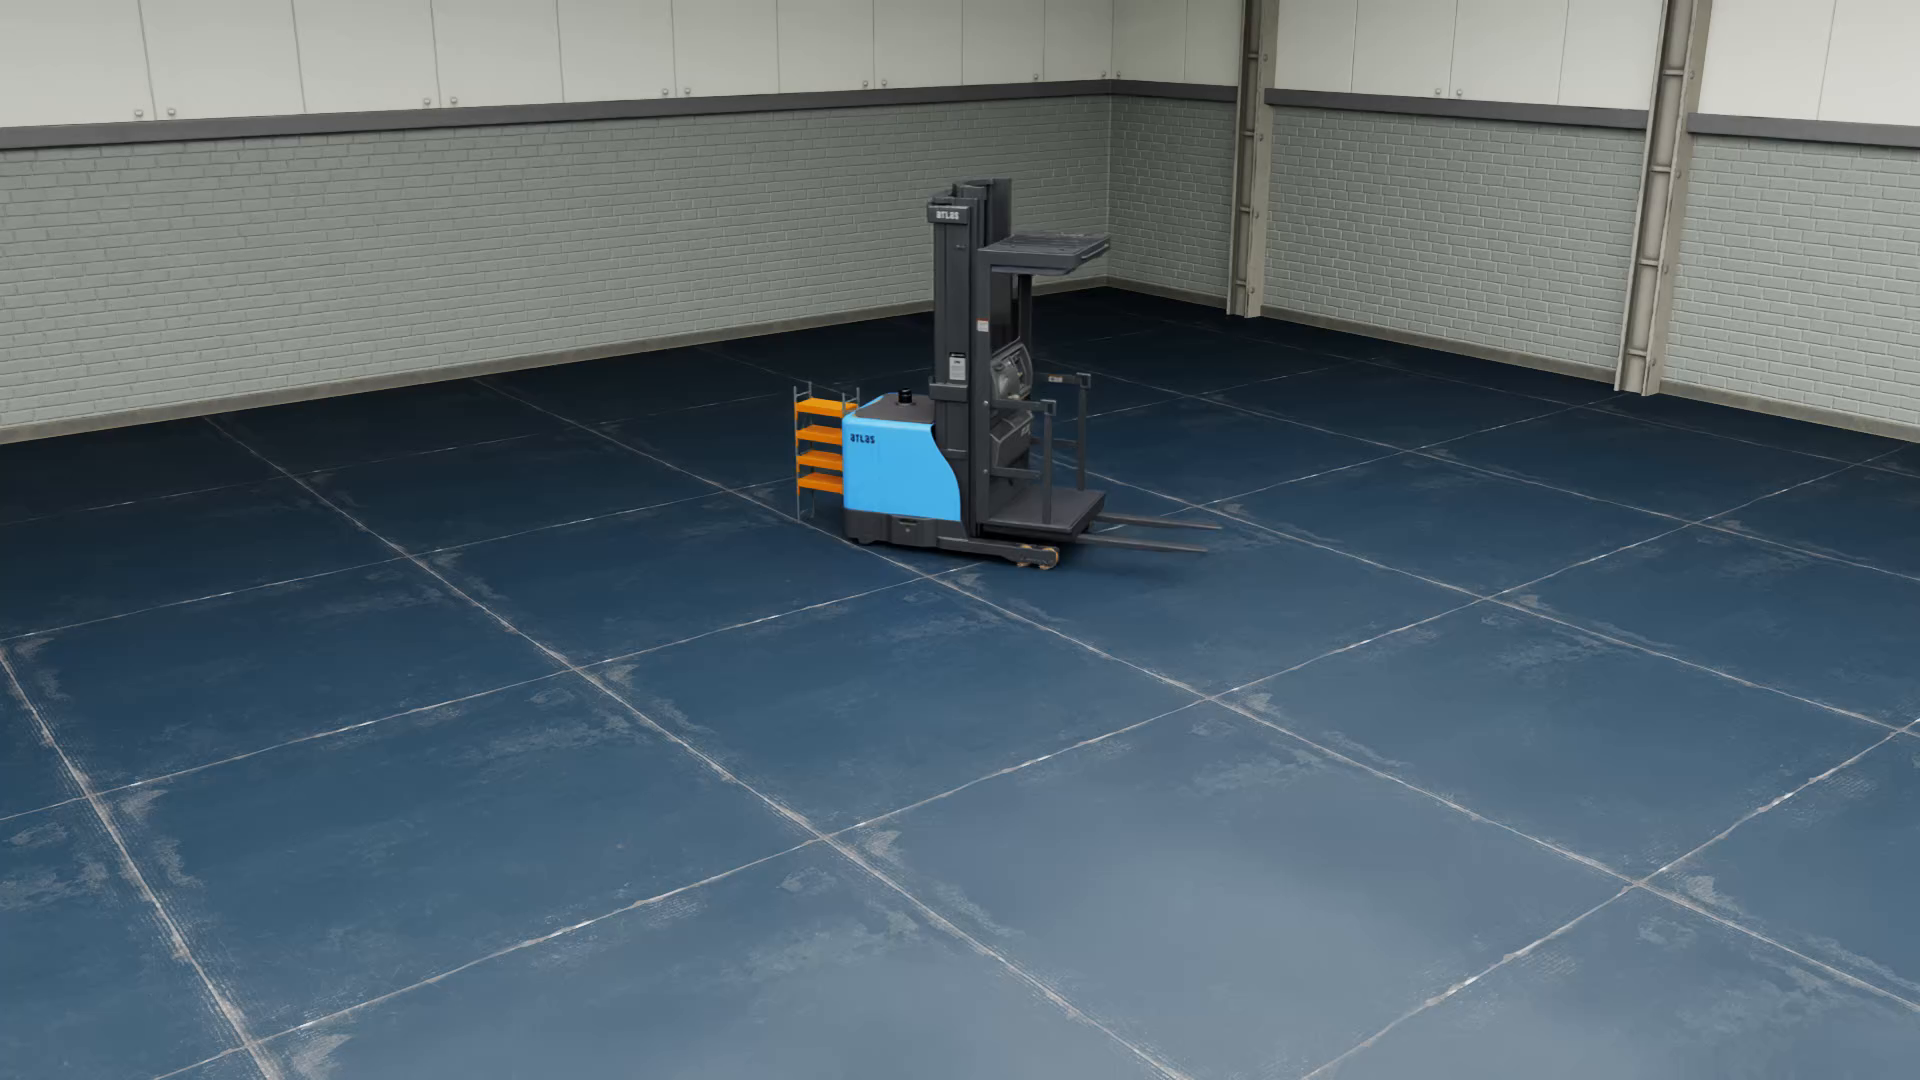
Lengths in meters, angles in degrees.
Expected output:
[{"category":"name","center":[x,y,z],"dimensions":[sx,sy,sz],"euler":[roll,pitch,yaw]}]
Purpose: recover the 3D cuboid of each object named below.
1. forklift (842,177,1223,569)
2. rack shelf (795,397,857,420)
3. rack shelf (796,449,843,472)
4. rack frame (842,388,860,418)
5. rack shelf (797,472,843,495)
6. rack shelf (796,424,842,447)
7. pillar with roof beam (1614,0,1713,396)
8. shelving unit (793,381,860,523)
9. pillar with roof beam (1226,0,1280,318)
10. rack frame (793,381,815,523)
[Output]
[{"category":"forklift","center":[0.597,-1.350,13.278],"dimensions":[3.031,2.935,1.130],"euler":[6,19,19]},{"category":"rack shelf","center":[-1.117,-1.081,13.967],"dimensions":[0.480,0.148,0.258],"euler":[10,21,28]},{"category":"rack shelf","center":[-1.117,-0.644,14.111],"dimensions":[0.480,0.148,0.258],"euler":[10,21,28]},{"category":"rack frame","center":[-0.905,-0.670,13.976],"dimensions":[0.015,1.200,0.240],"euler":[10,21,28]},{"category":"rack shelf","center":[-1.117,-0.455,14.174],"dimensions":[0.480,0.148,0.258],"euler":[10,21,28]},{"category":"rack shelf","center":[-1.117,-0.856,14.041],"dimensions":[0.480,0.148,0.258],"euler":[10,21,28]},{"category":"pillar with roof beam","center":[4.356,-5.132,15.045],"dimensions":[9.100,9.000,0.400],"euler":[-14,23,-36]},{"category":"shelving unit","center":[-1.117,-0.708,14.090],"dimensions":[0.503,1.200,0.258],"euler":[10,21,28]},{"category":"pillar with roof beam","center":[0.630,-6.610,19.510],"dimensions":[9.100,9.000,0.400],"euler":[-14,23,-36]},{"category":"rack frame","center":[-1.329,-0.745,14.205],"dimensions":[0.015,1.200,0.240],"euler":[10,21,28]}]
